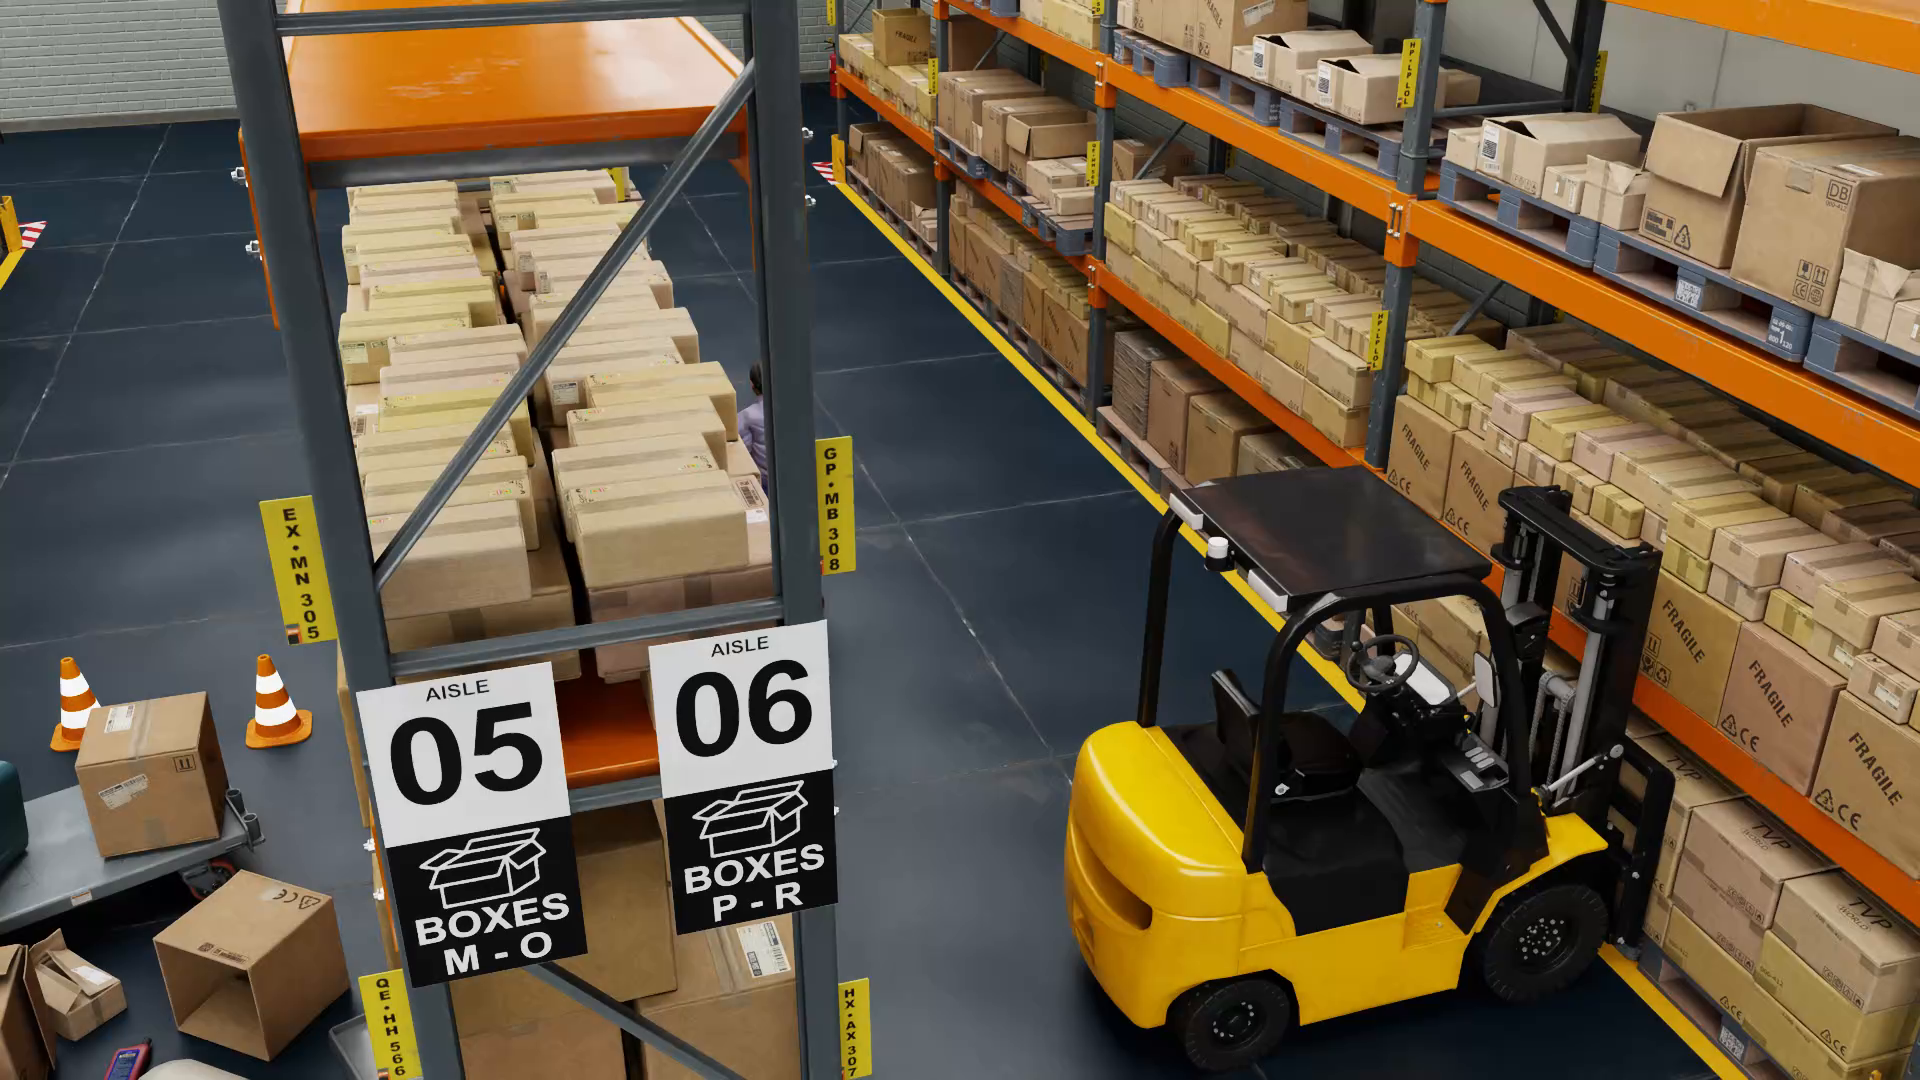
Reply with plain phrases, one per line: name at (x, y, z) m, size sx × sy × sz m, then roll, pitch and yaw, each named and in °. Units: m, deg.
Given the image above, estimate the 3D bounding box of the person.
person at (-1.092, -0.286, 9.931) m, size 0.556 × 1.652 × 0.416 m, roll -9°, pitch 28°, yaw -18°
